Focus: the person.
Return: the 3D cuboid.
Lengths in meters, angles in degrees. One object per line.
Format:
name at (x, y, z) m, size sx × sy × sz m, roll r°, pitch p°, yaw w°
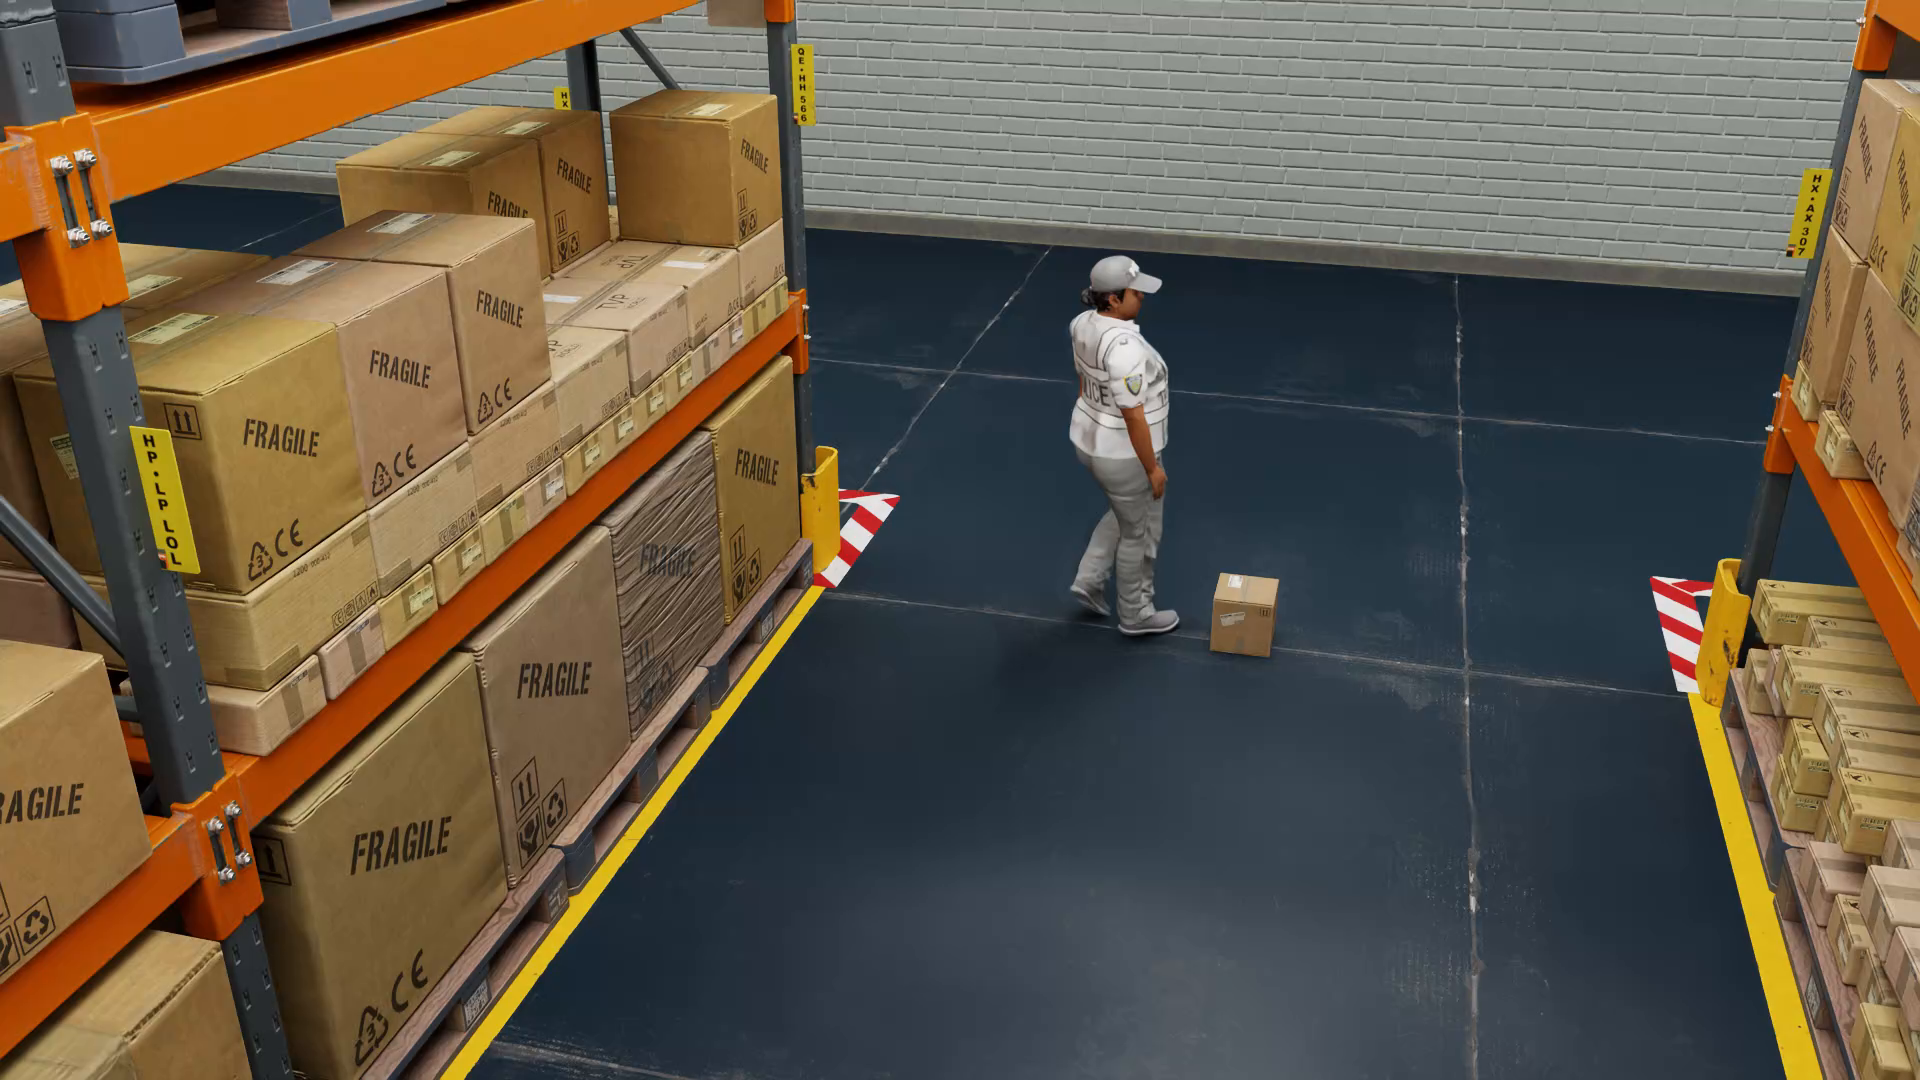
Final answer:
person at (0.711, -0.357, 6.873) m, size 0.489 × 1.697 × 0.512 m, roll -9°, pitch 27°, yaw -18°
